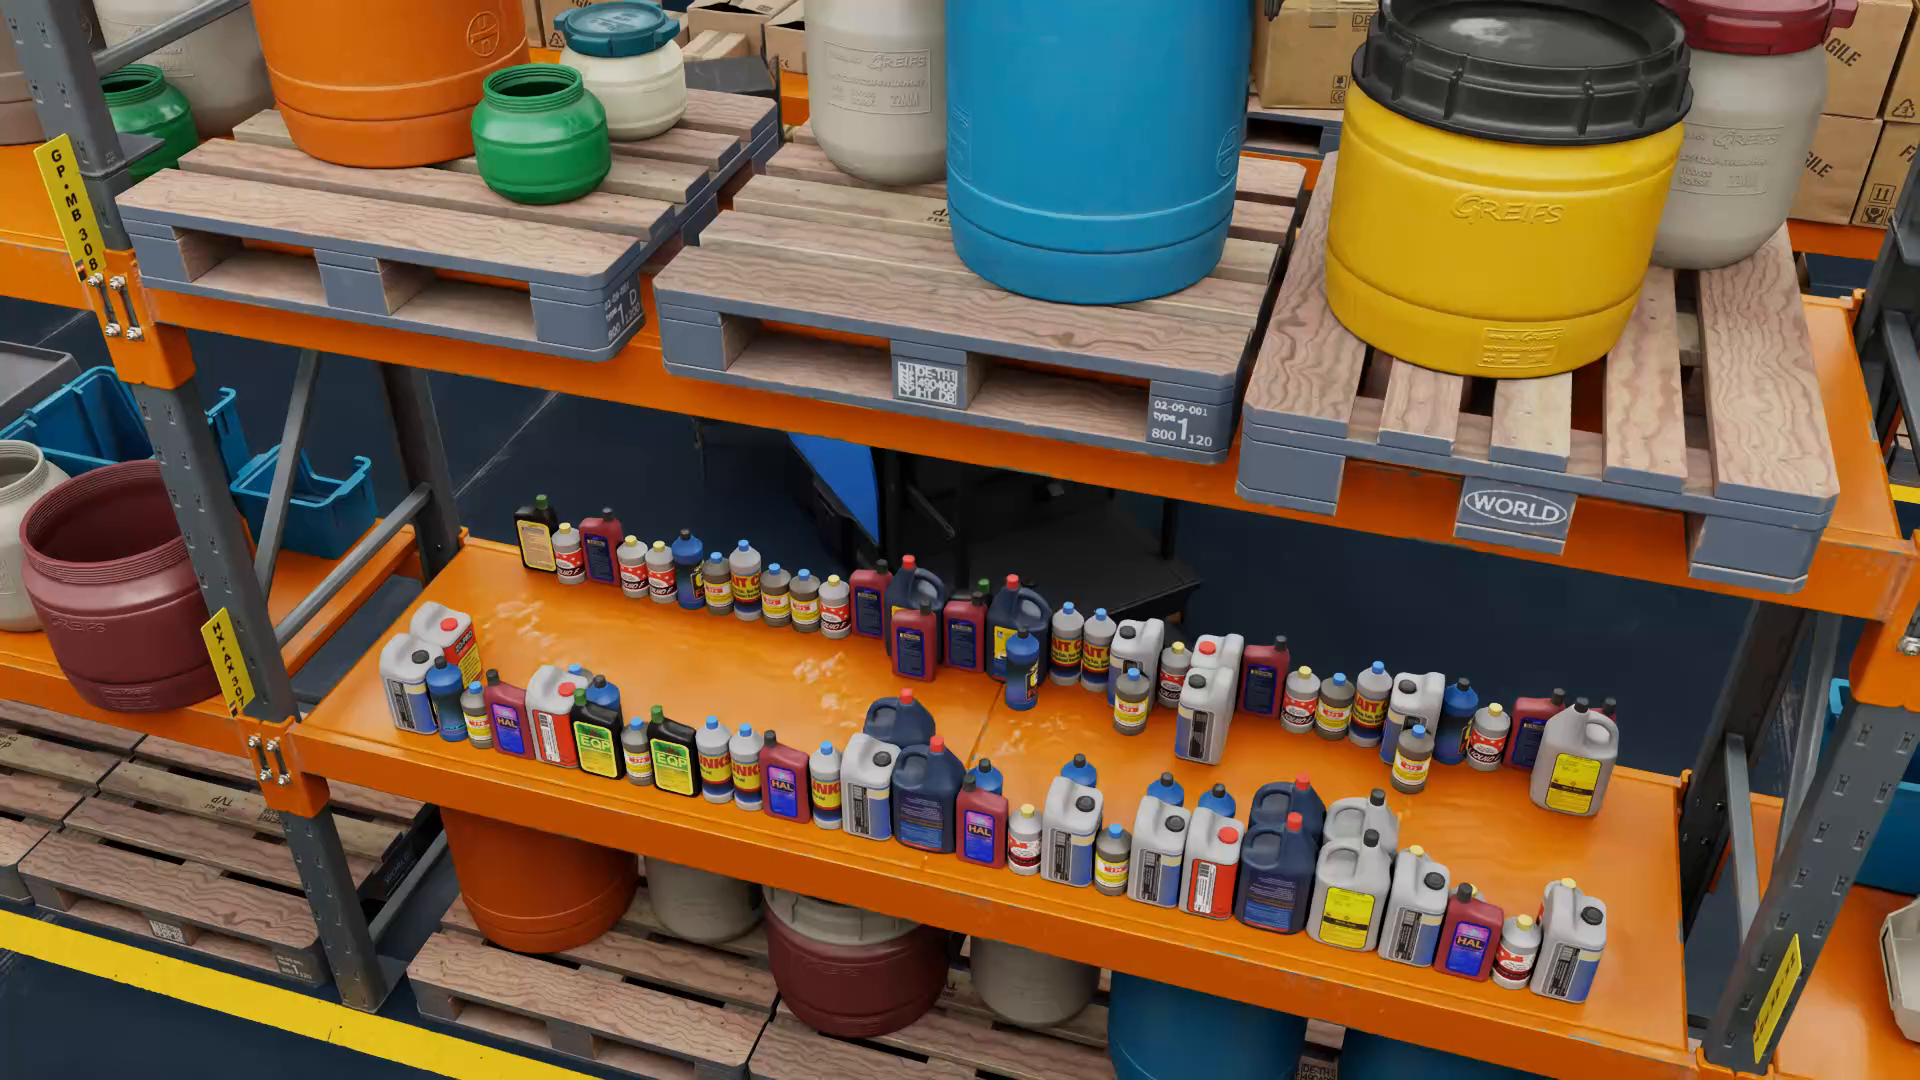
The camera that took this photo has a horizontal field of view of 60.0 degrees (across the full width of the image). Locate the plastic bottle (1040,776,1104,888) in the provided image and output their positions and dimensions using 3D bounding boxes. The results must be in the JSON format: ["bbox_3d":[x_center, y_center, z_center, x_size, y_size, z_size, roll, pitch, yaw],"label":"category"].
[{"bbox_3d":[0.293,0.747,4.309,0.135,0.276,0.152,10,38,14],"label":"plastic bottle"}]

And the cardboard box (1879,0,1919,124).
[{"bbox_3d":[4.284,-2.109,7.157,0.500,0.500,0.500,9,37,12],"label":"cardboard box"}]

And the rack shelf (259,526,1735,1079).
[{"bbox_3d":[0.036,0.739,4.823,4.000,0.370,1.077,10,38,14],"label":"rack shelf"}]

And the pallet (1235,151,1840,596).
[{"bbox_3d":[1.168,-0.413,3.409,1.003,0.211,1.213,10,38,14],"label":"pallet"}]

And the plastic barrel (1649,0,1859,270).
[{"bbox_3d":[1.517,-0.864,3.394,0.433,0.535,0.433,0,36,0],"label":"plastic barrel"}]

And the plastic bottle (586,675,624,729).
[{"bbox_3d":[-0.994,0.490,4.662,0.097,0.271,0.097,0,36,0],"label":"plastic bottle"}]

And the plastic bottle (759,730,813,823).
[{"bbox_3d":[-0.467,0.632,4.459,0.133,0.283,0.061,10,38,14],"label":"plastic bottle"}]

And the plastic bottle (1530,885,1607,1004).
[{"bbox_3d":[1.473,0.966,4.012,0.135,0.276,0.152,10,38,14],"label":"plastic bottle"}]

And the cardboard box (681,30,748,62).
[{"bbox_3d":[-1.333,-2.608,8.975,0.250,0.149,0.380,10,38,14],"label":"cardboard box"}]

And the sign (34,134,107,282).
[{"bbox_3d":[-2.030,-0.758,3.807,0.005,0.325,0.100,10,38,14],"label":"sign"}]

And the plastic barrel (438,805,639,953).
[{"bbox_3d":[-1.401,0.877,5.504,0.708,0.830,0.600,10,38,14],"label":"plastic barrel"}]

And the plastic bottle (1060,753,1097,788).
[{"bbox_3d":[0.312,0.675,4.411,0.097,0.271,0.097,0,36,0],"label":"plastic bottle"}]

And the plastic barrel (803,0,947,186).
[{"bbox_3d":[-0.136,-1.108,3.726,0.433,0.535,0.433,0,36,0],"label":"plastic barrel"}]

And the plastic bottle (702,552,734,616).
[{"bbox_3d":[-0.756,0.129,5.212,0.097,0.201,0.097,0,36,0],"label":"plastic bottle"}]

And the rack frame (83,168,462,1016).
[{"bbox_3d":[-1.873,0.095,5.090,0.127,3.000,1.000,10,38,14],"label":"rack frame"}]

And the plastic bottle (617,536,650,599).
[{"bbox_3d":[-1.035,0.077,5.282,0.097,0.201,0.097,0,36,0],"label":"plastic bottle"}]

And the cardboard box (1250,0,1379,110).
[{"bbox_3d":[1.721,-2.486,8.159,0.500,0.500,0.700,2,36,2],"label":"cardboard box"}]

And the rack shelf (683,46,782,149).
[{"bbox_3d":[-1.054,-1.819,7.292,0.480,0.518,0.431,-9,37,-12],"label":"rack shelf"}]

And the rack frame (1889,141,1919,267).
[{"bbox_3d":[1.945,-1.614,2.351,0.127,3.000,1.000,10,38,14],"label":"rack frame"}]

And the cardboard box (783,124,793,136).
[{"bbox_3d":[-1.309,-2.341,9.892,0.500,0.311,0.500,10,37,13],"label":"cardboard box"}]

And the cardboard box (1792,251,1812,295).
[{"bbox_3d":[4.054,-1.230,8.628,0.500,0.500,0.500,10,38,14],"label":"cardboard box"}]

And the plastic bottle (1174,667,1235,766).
[{"bbox_3d":[0.688,0.477,4.675,0.135,0.276,0.152,10,38,14],"label":"plastic bottle"}]

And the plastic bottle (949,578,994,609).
[{"bbox_3d":[0.035,0.231,5.004,0.133,0.283,0.061,10,38,14],"label":"plastic bottle"}]

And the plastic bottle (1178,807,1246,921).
[{"bbox_3d":[0.642,0.812,4.221,0.135,0.276,0.152,10,38,14],"label":"plastic bottle"}]

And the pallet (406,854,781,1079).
[{"bbox_3d":[-1.108,1.334,5.759,1.213,0.211,1.003,10,38,14],"label":"pallet"}]

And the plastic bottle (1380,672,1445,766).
[{"bbox_3d":[1.268,0.490,4.658,0.135,0.276,0.152,10,38,14],"label":"plastic bottle"}]

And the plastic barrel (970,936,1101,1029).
[{"bbox_3d":[0.243,1.254,5.260,0.421,0.512,0.421,0,36,0],"label":"plastic barrel"}]

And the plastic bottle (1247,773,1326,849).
[{"bbox_3d":[0.837,0.731,4.268,0.185,0.351,0.144,10,38,14],"label":"plastic bottle"}]

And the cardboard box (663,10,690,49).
[{"bbox_3d":[-1.626,-2.799,9.234,0.250,0.149,0.380,13,38,17],"label":"cardboard box"}]

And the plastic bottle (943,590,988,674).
[{"bbox_3d":[0.017,0.265,4.958,0.133,0.283,0.061,10,38,14],"label":"plastic bottle"}]

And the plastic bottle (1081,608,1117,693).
[{"bbox_3d":[0.409,0.316,4.898,0.097,0.271,0.097,0,36,0],"label":"plastic bottle"}]

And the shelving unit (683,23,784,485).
[{"bbox_3d":[-1.054,-1.266,7.699,0.503,2.100,0.431,-9,37,-12],"label":"shelving unit"}]

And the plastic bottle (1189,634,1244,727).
[{"bbox_3d":[0.733,0.391,4.792,0.135,0.276,0.152,10,38,14],"label":"plastic bottle"}]

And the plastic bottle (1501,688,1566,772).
[{"bbox_3d":[1.595,0.520,4.612,0.133,0.283,0.061,10,38,14],"label":"plastic bottle"}]

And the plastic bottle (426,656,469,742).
[{"bbox_3d":[-1.454,0.443,4.727,0.097,0.271,0.097,0,36,0],"label":"plastic bottle"}]

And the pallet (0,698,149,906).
[{"bbox_3d":[-3.761,0.843,6.427,1.213,0.211,1.003,10,38,14],"label":"pallet"}]

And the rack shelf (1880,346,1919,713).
[{"bbox_3d":[3.854,0.238,2.973,4.000,0.370,1.077,10,38,14],"label":"rack shelf"}]

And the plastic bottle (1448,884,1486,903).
[{"bbox_3d":[1.244,0.933,4.120,0.097,0.201,0.097,0,36,0],"label":"plastic bottle"}]

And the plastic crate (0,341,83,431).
[{"bbox_3d":[-3.324,-0.389,5.694,0.583,0.464,0.402,10,38,14],"label":"plastic crate"}]

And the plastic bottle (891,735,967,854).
[{"bbox_3d":[-0.081,0.650,4.378,0.185,0.351,0.144,10,38,14],"label":"plastic bottle"}]

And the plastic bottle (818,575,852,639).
[{"bbox_3d":[-0.384,0.198,5.119,0.097,0.201,0.097,0,36,0],"label":"plastic bottle"}]

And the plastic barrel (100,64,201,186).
[{"bbox_3d":[-2.124,-1.065,4.267,0.294,0.245,0.294,0,36,0],"label":"plastic barrel"}]

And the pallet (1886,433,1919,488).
[{"bbox_3d":[5.249,-0.540,8.306,1.213,0.211,1.003,10,38,14],"label":"pallet"}]

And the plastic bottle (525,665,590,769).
[{"bbox_3d":[-1.115,0.487,4.663,0.135,0.276,0.152,10,38,14],"label":"plastic bottle"}]

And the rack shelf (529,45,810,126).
[{"bbox_3d":[-2.301,-2.770,9.590,4.000,0.370,1.077,10,38,14],"label":"rack shelf"}]

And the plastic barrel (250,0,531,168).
[{"bbox_3d":[-1.332,-1.353,3.810,0.708,0.830,0.600,10,38,14],"label":"plastic barrel"}]

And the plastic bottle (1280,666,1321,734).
[{"bbox_3d":[0.979,0.450,4.776,0.097,0.201,0.097,0,36,0],"label":"plastic bottle"}]

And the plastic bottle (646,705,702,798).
[{"bbox_3d":[-0.780,0.574,4.538,0.133,0.283,0.061,10,38,14],"label":"plastic bottle"}]

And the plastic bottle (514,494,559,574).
[{"bbox_3d":[-1.360,-0.027,5.355,0.133,0.283,0.061,10,38,14],"label":"plastic bottle"}]

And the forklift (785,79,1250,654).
[{"bbox_3d":[0.313,-0.818,6.389,1.130,2.935,3.031,-18,40,-23],"label":"forklift"}]

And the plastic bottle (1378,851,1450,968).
[{"bbox_3d":[1.124,0.901,4.100,0.135,0.276,0.152,10,38,14],"label":"plastic bottle"}]
